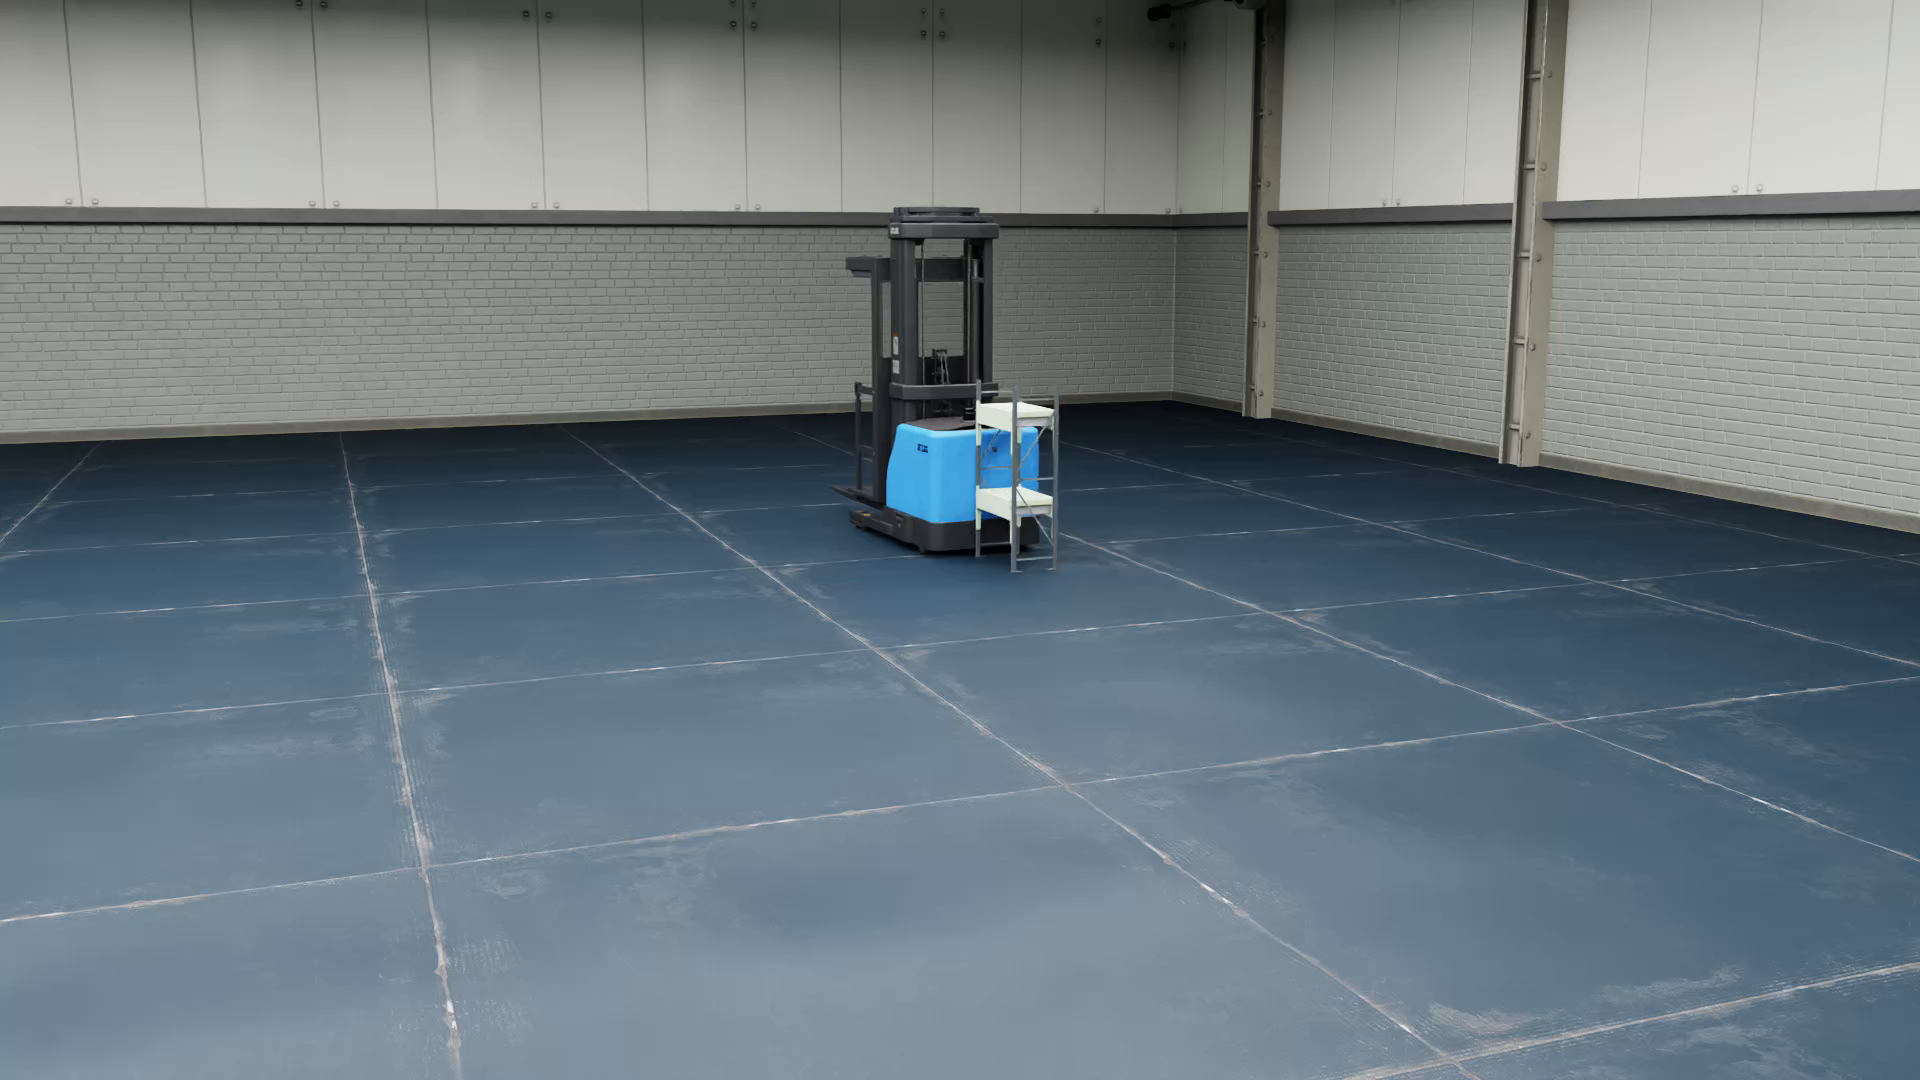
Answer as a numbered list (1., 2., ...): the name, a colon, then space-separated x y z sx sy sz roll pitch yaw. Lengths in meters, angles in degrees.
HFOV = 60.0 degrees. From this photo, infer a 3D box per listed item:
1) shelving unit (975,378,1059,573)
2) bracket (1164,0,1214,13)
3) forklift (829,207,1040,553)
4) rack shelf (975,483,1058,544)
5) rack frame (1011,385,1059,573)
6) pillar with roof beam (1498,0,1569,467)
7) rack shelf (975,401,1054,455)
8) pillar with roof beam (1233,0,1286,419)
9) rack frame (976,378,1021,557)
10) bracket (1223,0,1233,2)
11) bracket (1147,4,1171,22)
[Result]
1. shelving unit: 0.463 -0.546 13.696 0.431 1.500 0.755 -4 11 -22
2. bracket: 3.443 -8.429 26.334 0.076 0.066 3.189 -4 11 -21
3. forklift: -0.380 -1.551 15.272 1.130 2.935 3.031 -5 11 -24
4. rack shelf: 0.462 -0.226 13.754 0.431 0.370 0.720 -4 11 -22
5. rack frame: 0.602 -0.485 13.363 0.400 1.500 0.023 -4 11 -22
6. pillar with roof beam: 2.731 -5.069 17.721 9.100 9.000 0.400 -4 11 -21
7. rack shelf: 0.464 -0.930 13.625 0.431 0.370 0.720 -4 11 -22
8. pillar with roof beam: 0.556 -6.048 23.227 9.100 9.000 0.548 -4 11 -21
9. rack frame: 0.323 -0.607 14.028 0.400 1.500 0.023 -4 11 -22
10. bracket: 4.087 -8.139 24.701 0.235 0.232 0.430 -4 11 -21
11. bracket: 3.229 -8.526 26.876 0.235 0.232 0.430 -4 11 -21
